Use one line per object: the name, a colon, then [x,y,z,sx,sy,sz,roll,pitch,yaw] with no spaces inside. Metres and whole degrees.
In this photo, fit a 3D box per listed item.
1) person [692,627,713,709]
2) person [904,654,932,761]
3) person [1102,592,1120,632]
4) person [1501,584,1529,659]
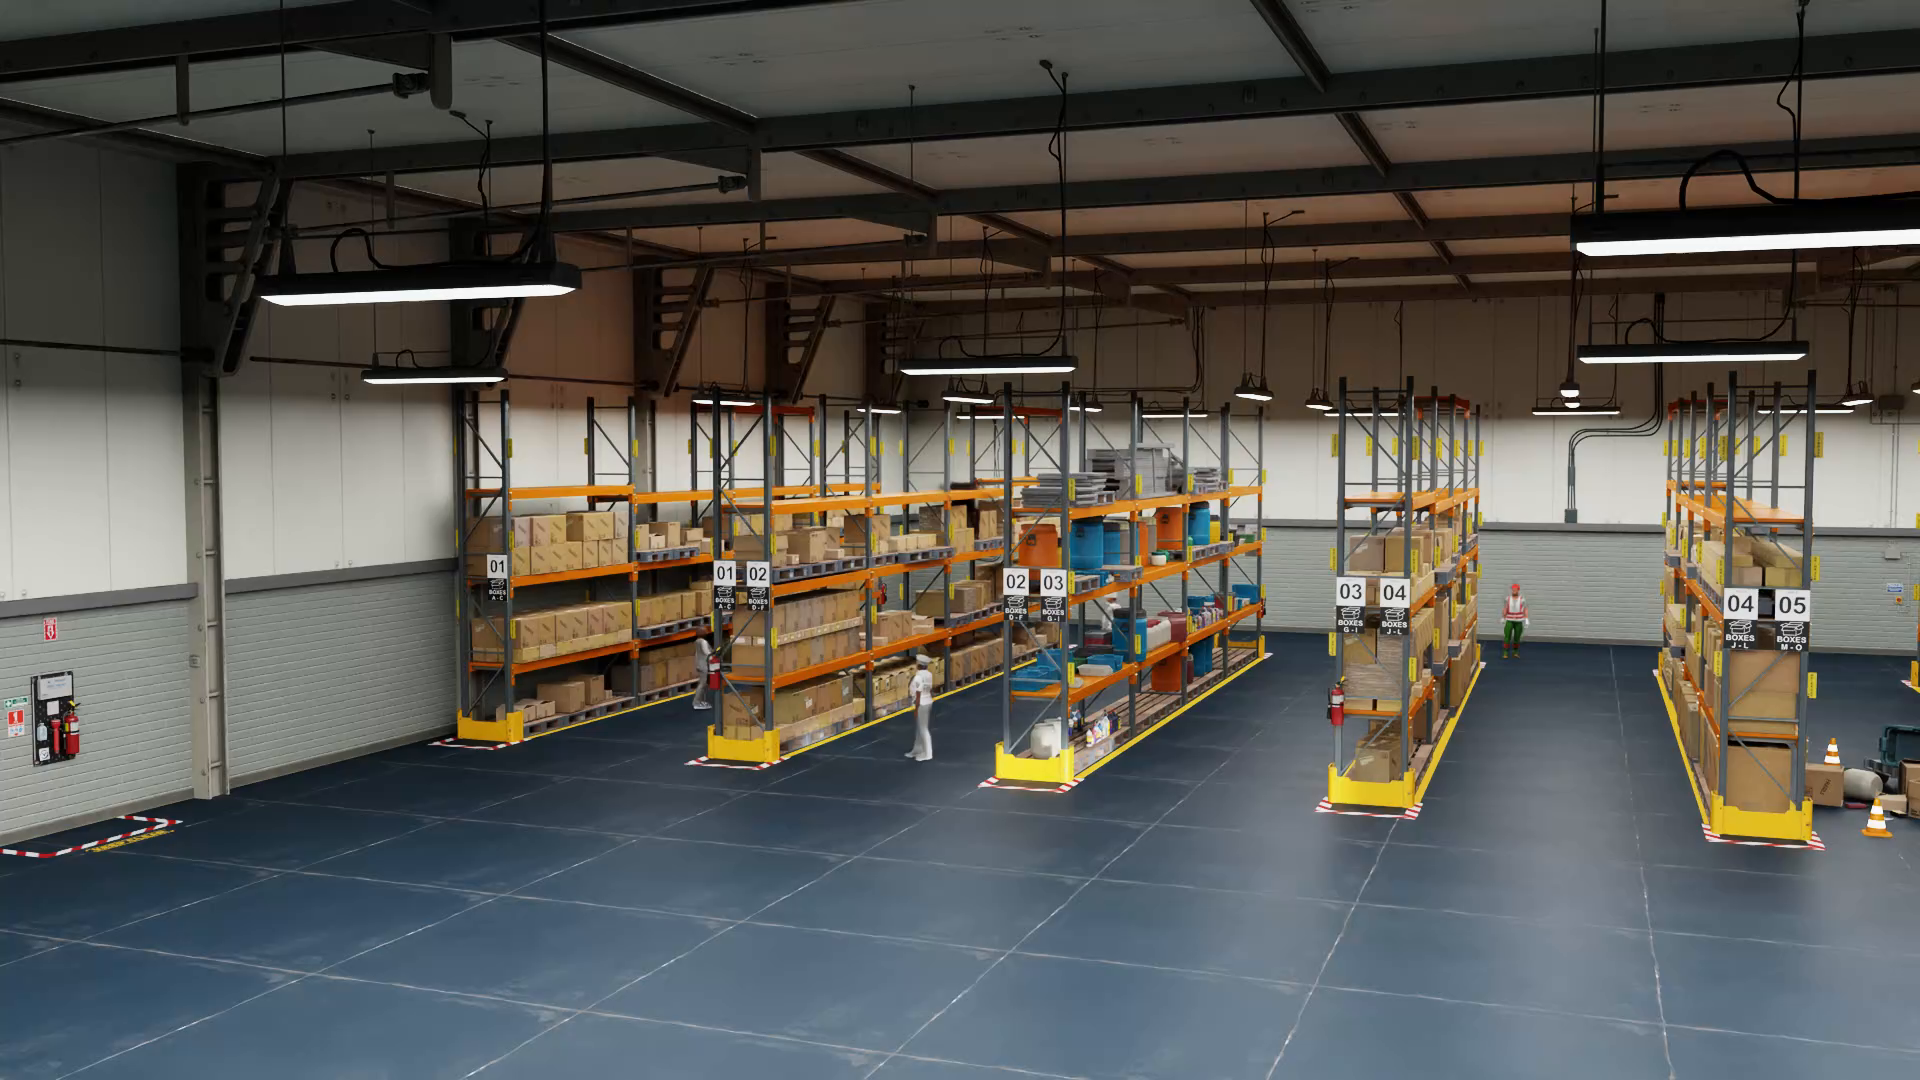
person: [-4.896,2.465,31.811,0.511,1.635,0.441,-2,4,-34]
person: [-0.692,2.688,26.742,0.530,1.702,0.459,1,3,16]
person: [3.360,2.020,37.107,0.403,1.784,0.544,2,4,29]
person: [13.207,1.938,39.570,0.643,1.802,0.499,1,3,19]
